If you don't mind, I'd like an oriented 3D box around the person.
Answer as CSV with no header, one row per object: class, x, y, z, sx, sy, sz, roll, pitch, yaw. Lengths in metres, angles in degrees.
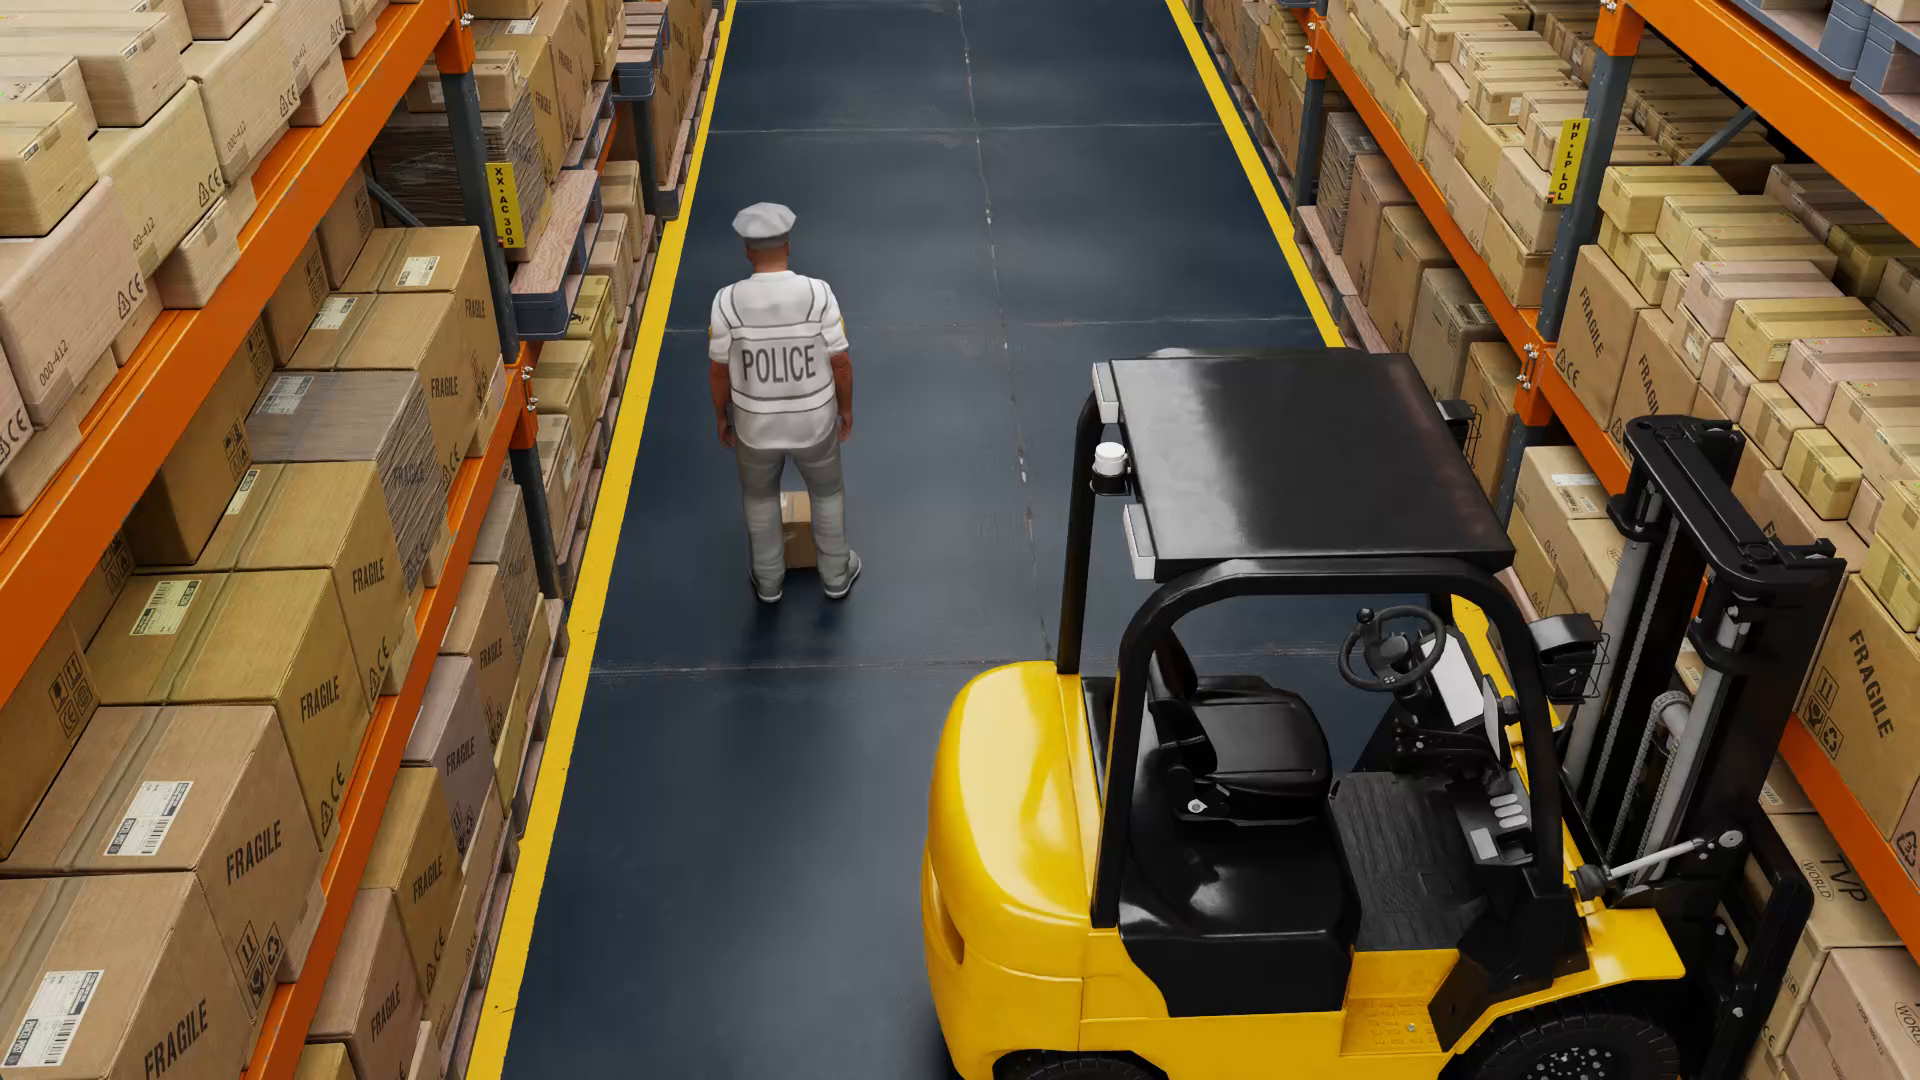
person,-0.722,-0.501,6.854,0.582,1.747,0.435,-3,35,-5
